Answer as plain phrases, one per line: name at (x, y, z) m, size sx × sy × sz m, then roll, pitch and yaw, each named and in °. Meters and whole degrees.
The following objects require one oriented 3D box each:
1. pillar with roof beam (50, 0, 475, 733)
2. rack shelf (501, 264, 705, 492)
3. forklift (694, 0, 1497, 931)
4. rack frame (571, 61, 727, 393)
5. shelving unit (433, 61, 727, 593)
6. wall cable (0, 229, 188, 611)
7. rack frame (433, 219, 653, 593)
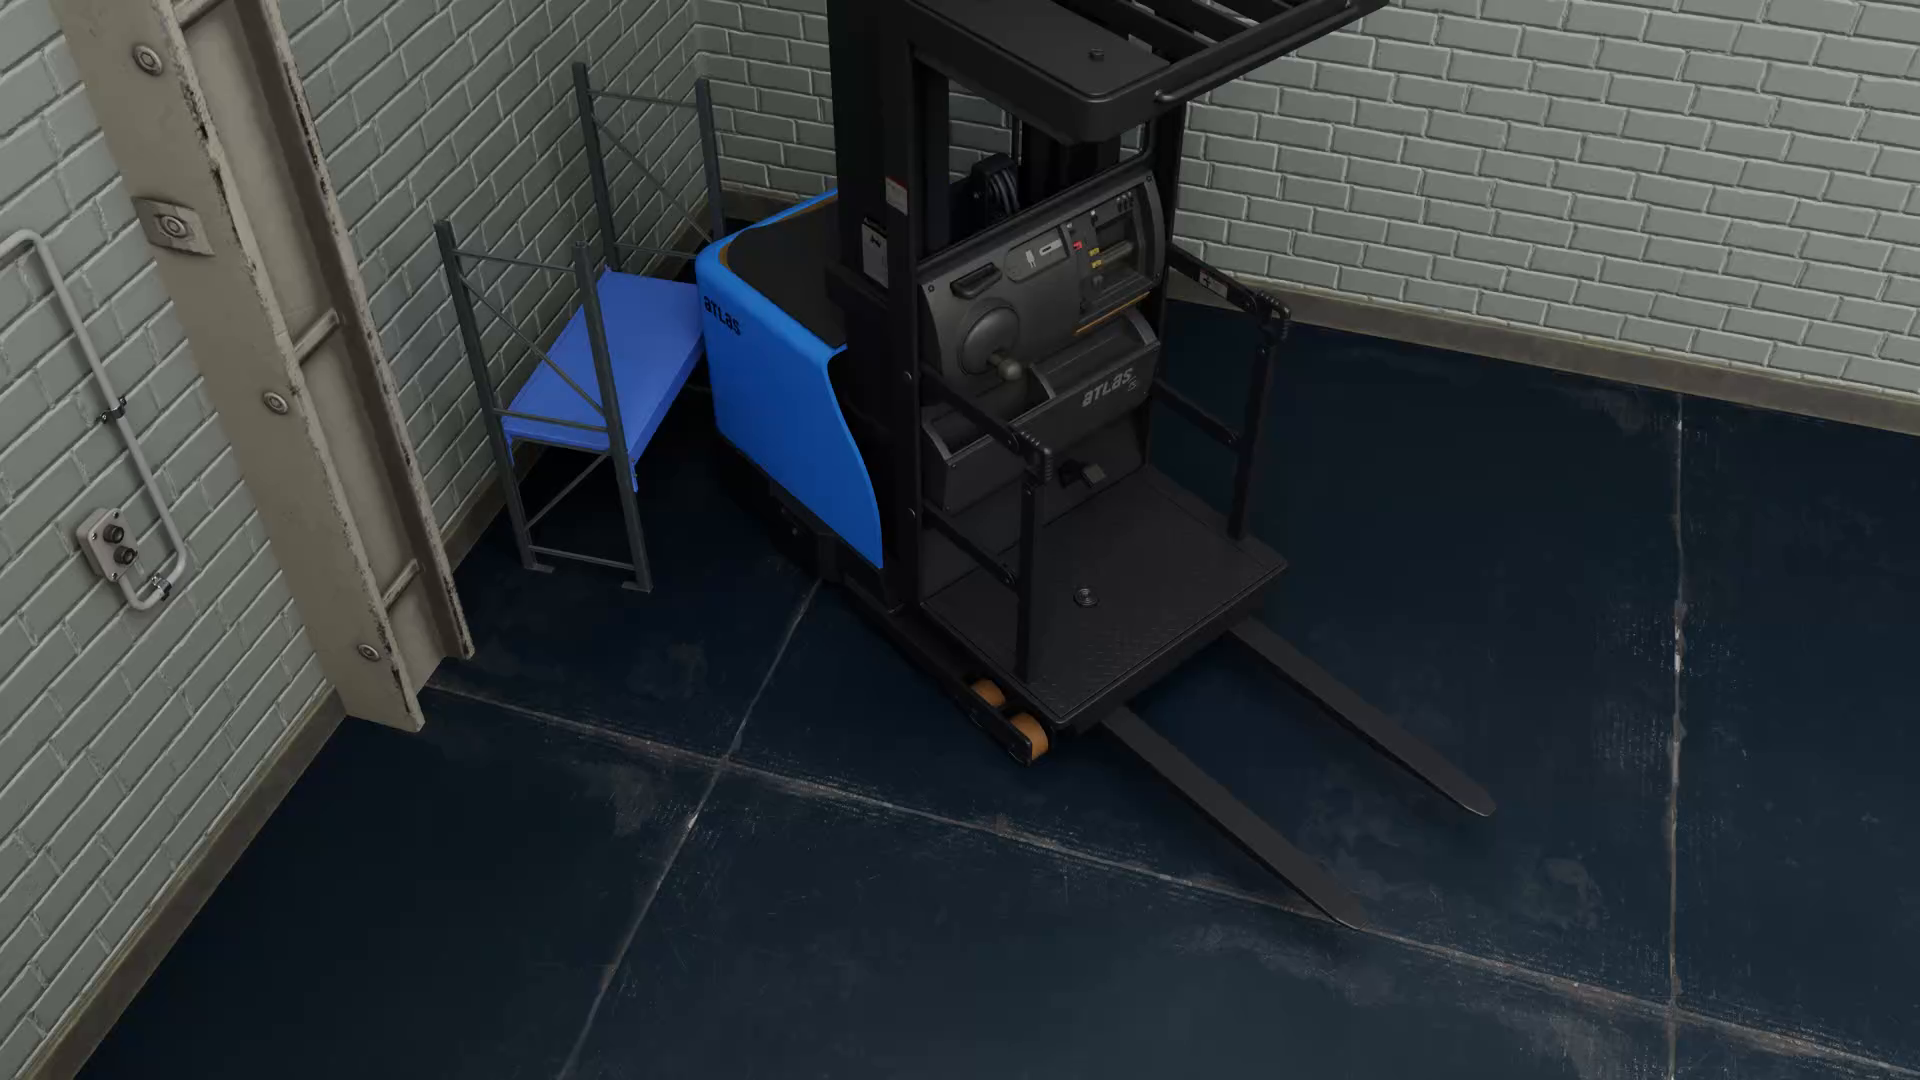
pillar with roof beam at (2.193, -1.821, 1.677) m, size 9.100 × 9.000 × 0.400 m, roll 13°, pitch 46°, yaw 13°
rack shelf at (-1.238, -0.612, 6.059) m, size 0.538 × 0.185 × 1.000 m, roll 10°, pitch 45°, yaw 10°
forklift at (0.407, -0.718, 4.888) m, size 1.130 × 2.935 × 3.031 m, roll -31°, pitch 52°, yaw -28°
rack frame at (-1.109, -1.084, 6.285) m, size 0.500 × 1.500 × 0.032 m, roll 10°, pitch 45°, yaw 10°
shelving unit at (-1.238, -0.740, 5.934) m, size 0.538 × 1.500 × 1.048 m, roll 10°, pitch 45°, yaw 10°
wall cable at (-2.417, -0.022, 3.402) m, size 0.084 × 1.984 × 1.851 m, roll 13°, pitch 46°, yaw 13°
rack frame at (-1.367, -0.396, 5.582) m, size 0.500 × 1.500 × 0.032 m, roll 10°, pitch 45°, yaw 10°
